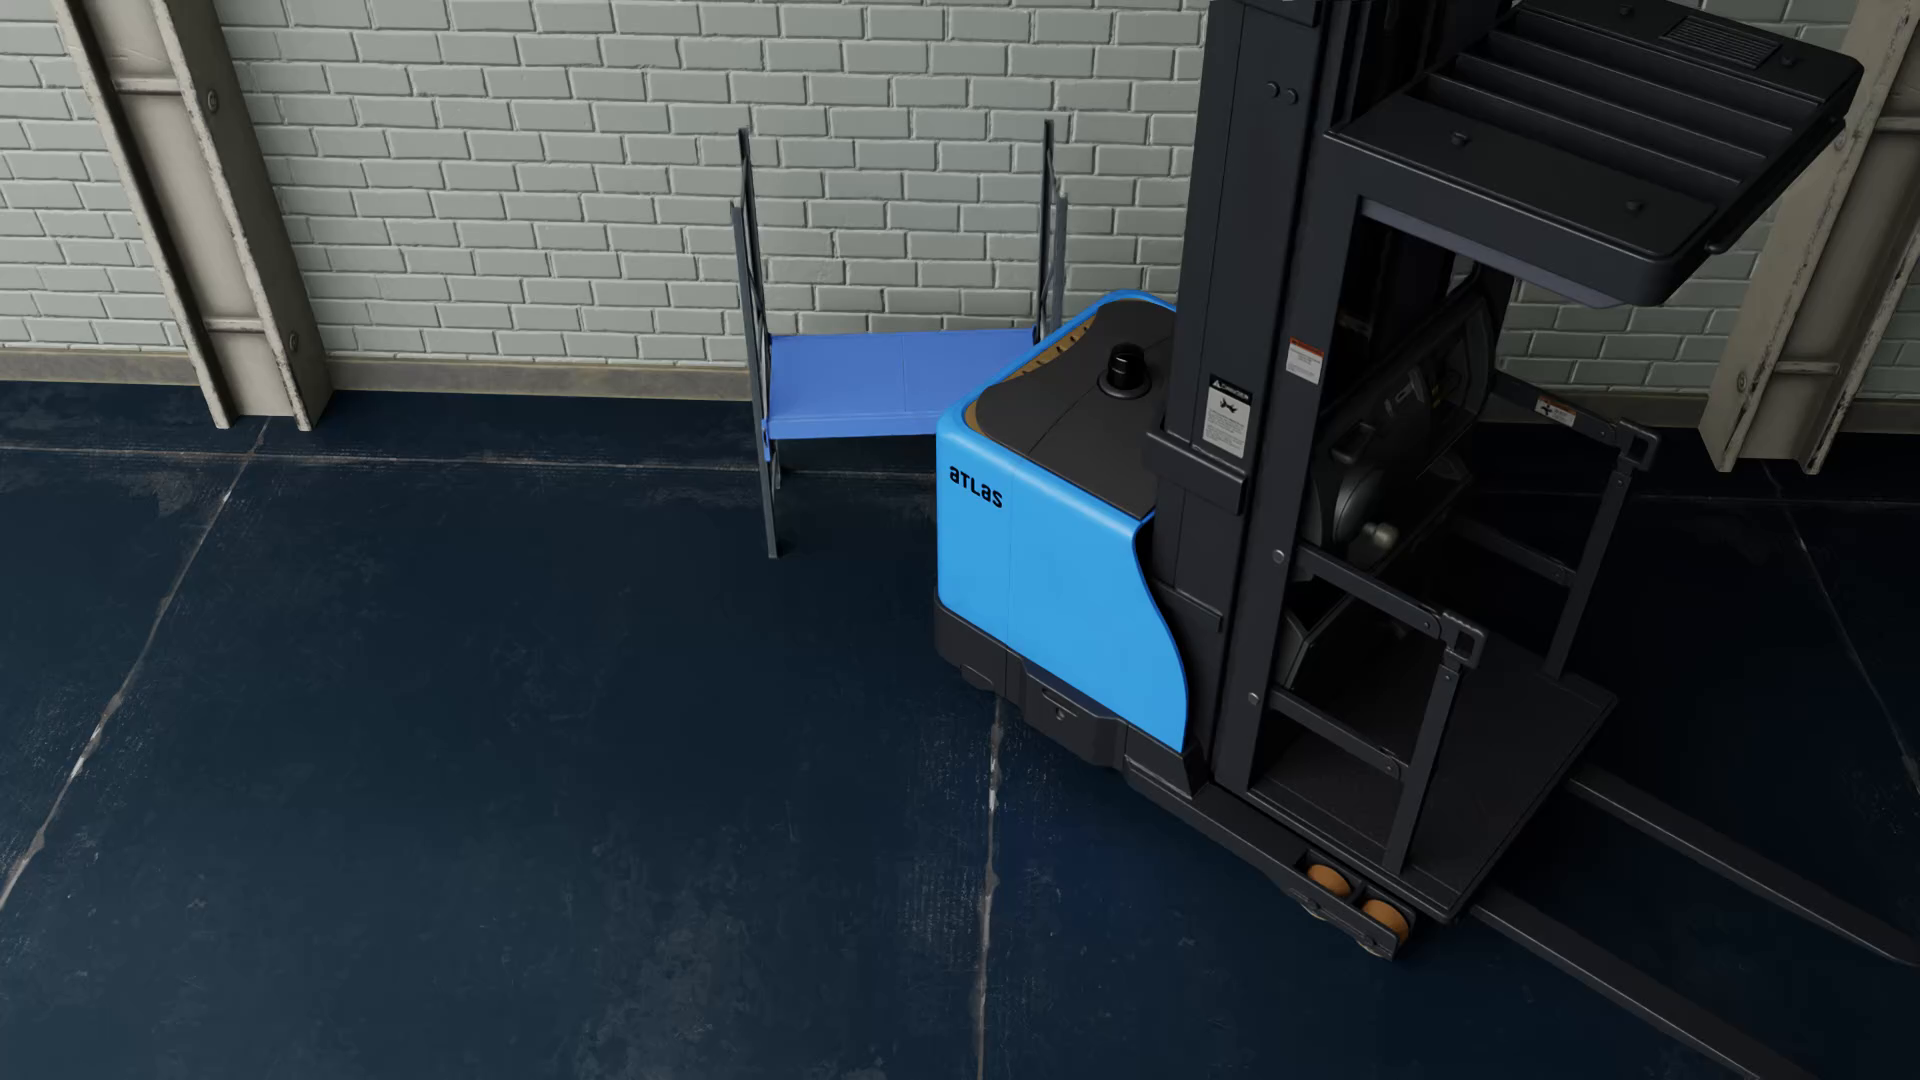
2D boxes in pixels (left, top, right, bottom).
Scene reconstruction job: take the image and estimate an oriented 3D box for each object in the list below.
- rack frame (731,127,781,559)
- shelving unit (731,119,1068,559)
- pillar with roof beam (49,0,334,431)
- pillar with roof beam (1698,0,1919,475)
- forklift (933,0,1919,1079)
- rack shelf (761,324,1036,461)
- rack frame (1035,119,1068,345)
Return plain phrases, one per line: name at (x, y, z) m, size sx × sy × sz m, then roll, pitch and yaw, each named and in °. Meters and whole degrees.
rack frame at (-0.706, -0.650, 5.848) m, size 0.032 × 1.500 × 0.500 m, roll -2°, pitch 43°, yaw -2°
shelving unit at (-0.199, -0.668, 5.867) m, size 1.048 × 1.500 × 0.538 m, roll -2°, pitch 43°, yaw -2°
pillar with roof beam at (-3.004, -0.914, 0.629) m, size 0.400 × 9.000 × 9.100 m, roll 2°, pitch 43°, yaw 2°
pillar with roof beam at (2.990, -0.729, 0.431) m, size 0.400 × 9.000 × 9.100 m, roll 2°, pitch 43°, yaw 2°
forklift at (1.354, -0.252, 4.370) m, size 3.031 × 2.935 × 1.130 m, roll 31°, pitch 51°, yaw 29°
rack shelf at (-0.199, -0.537, 5.990) m, size 1.000 × 0.185 × 0.538 m, roll -2°, pitch 43°, yaw -2°
rack frame at (0.309, -0.687, 5.887) m, size 0.032 × 1.500 × 0.500 m, roll -2°, pitch 43°, yaw -2°
